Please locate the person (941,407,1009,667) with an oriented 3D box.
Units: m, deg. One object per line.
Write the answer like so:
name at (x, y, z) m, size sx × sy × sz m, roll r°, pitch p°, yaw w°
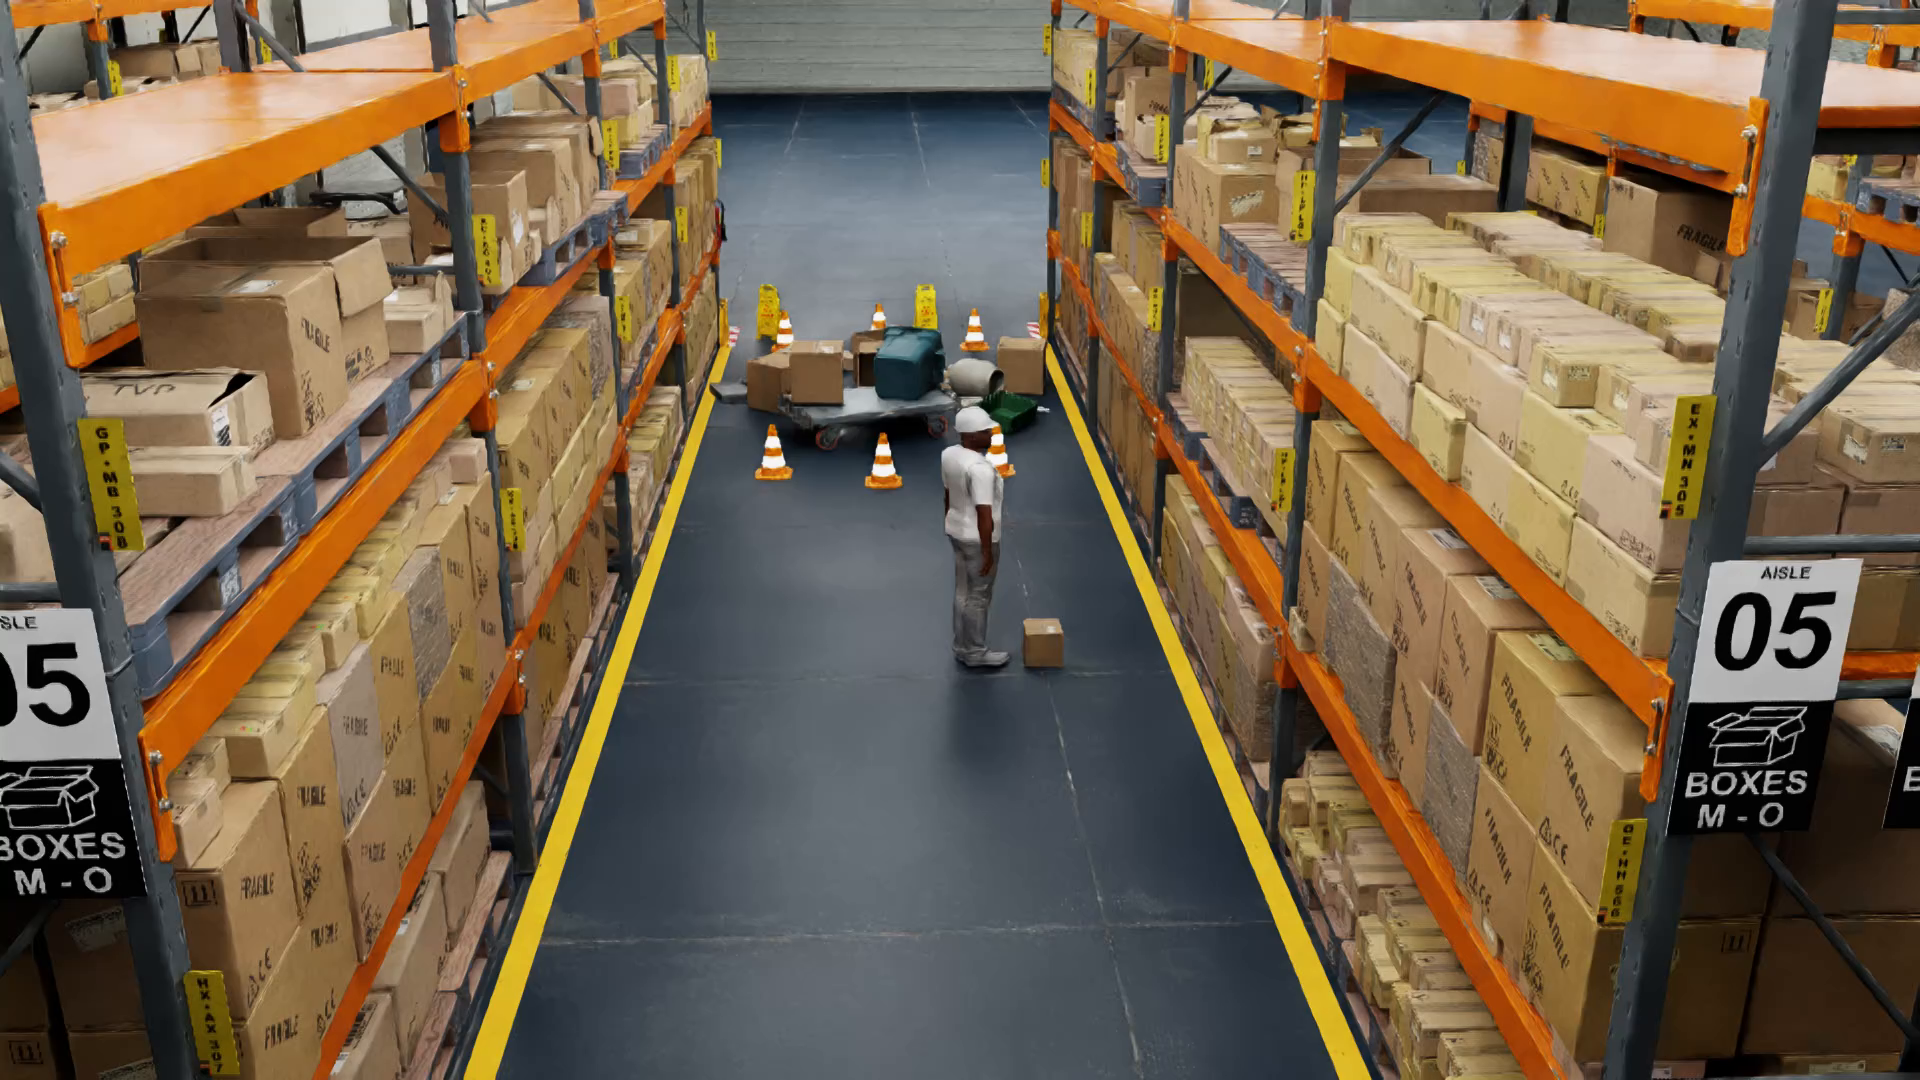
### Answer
person at (0.078, -0.044, 11.106) m, size 0.347 × 1.769 × 0.722 m, roll -12°, pitch 23°, yaw -29°
